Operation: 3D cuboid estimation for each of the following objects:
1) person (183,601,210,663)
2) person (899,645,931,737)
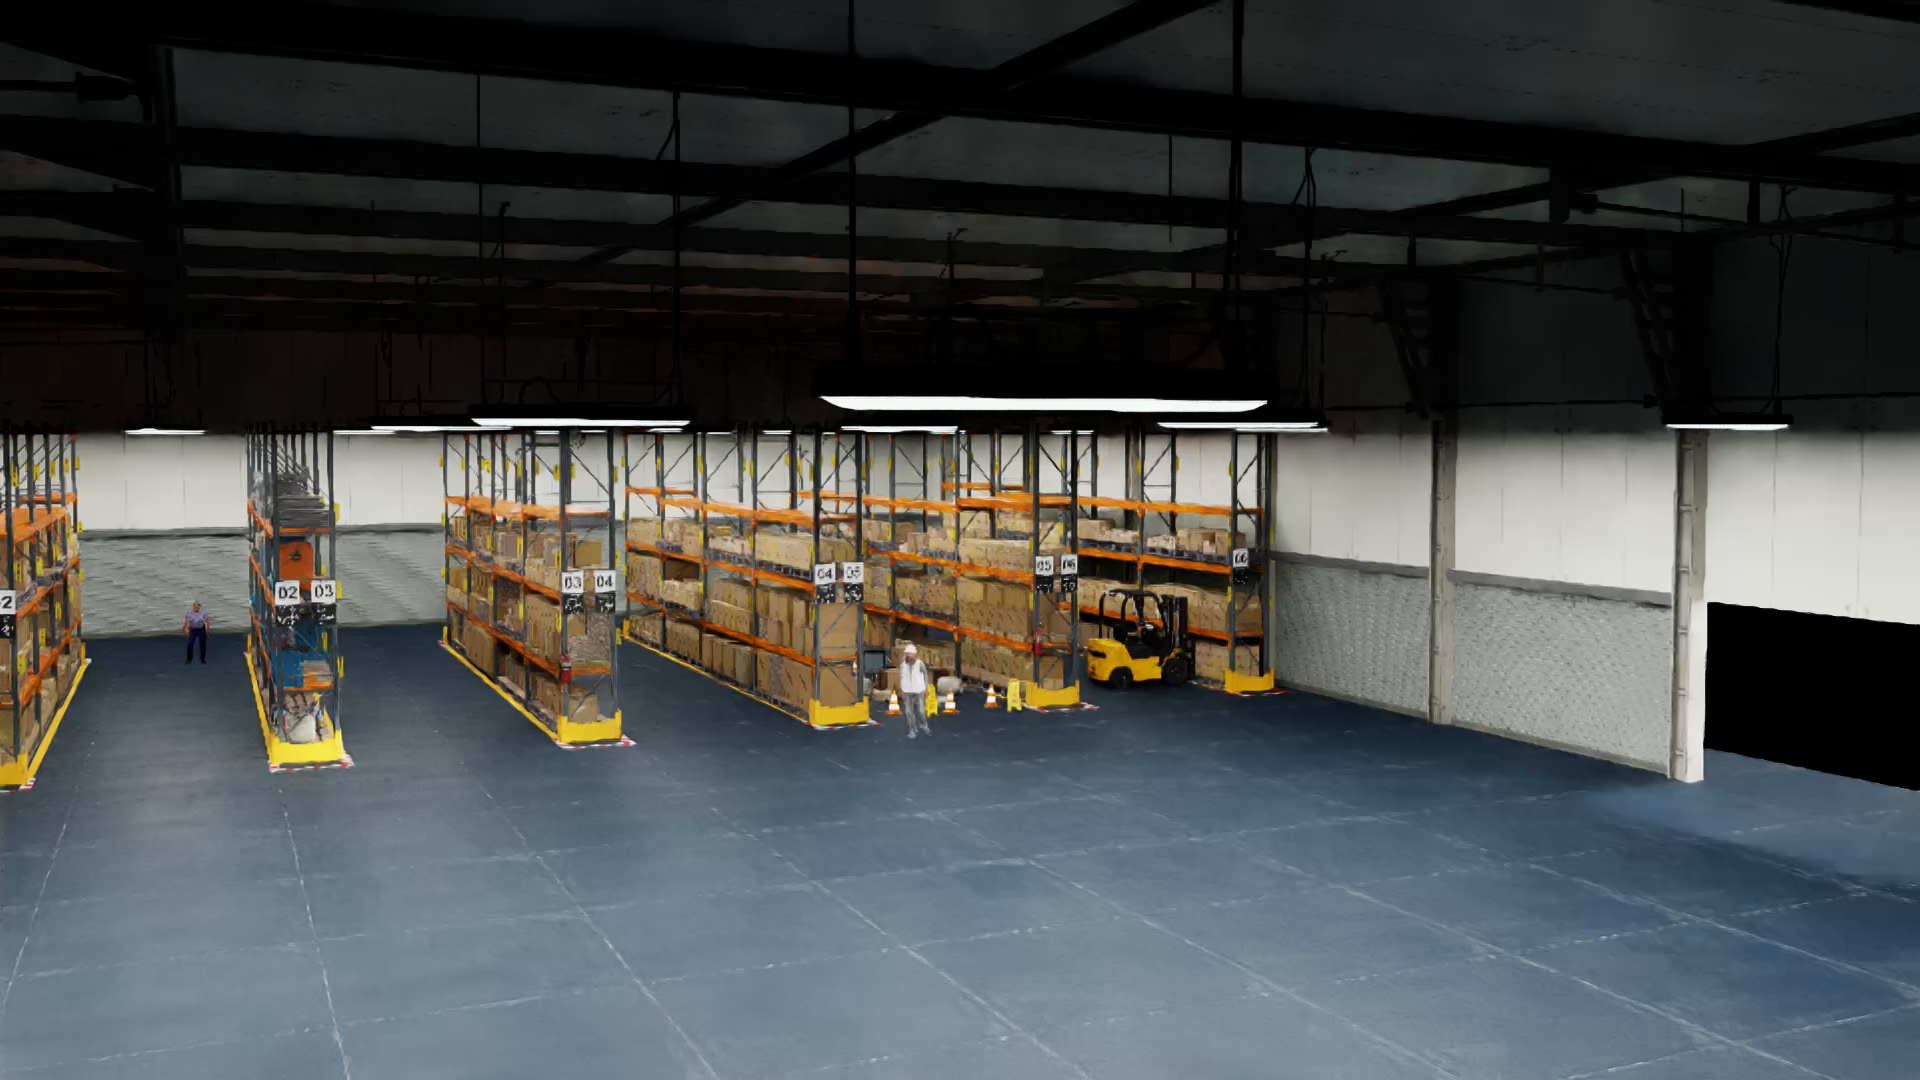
[{"bbox_3d":[-19.262,2.318,41.972,0.625,1.581,0.510,-2,4,-27],"label":"person"},{"bbox_3d":[-0.862,2.863,31.709,0.584,1.761,0.567,1,4,11],"label":"person"}]
